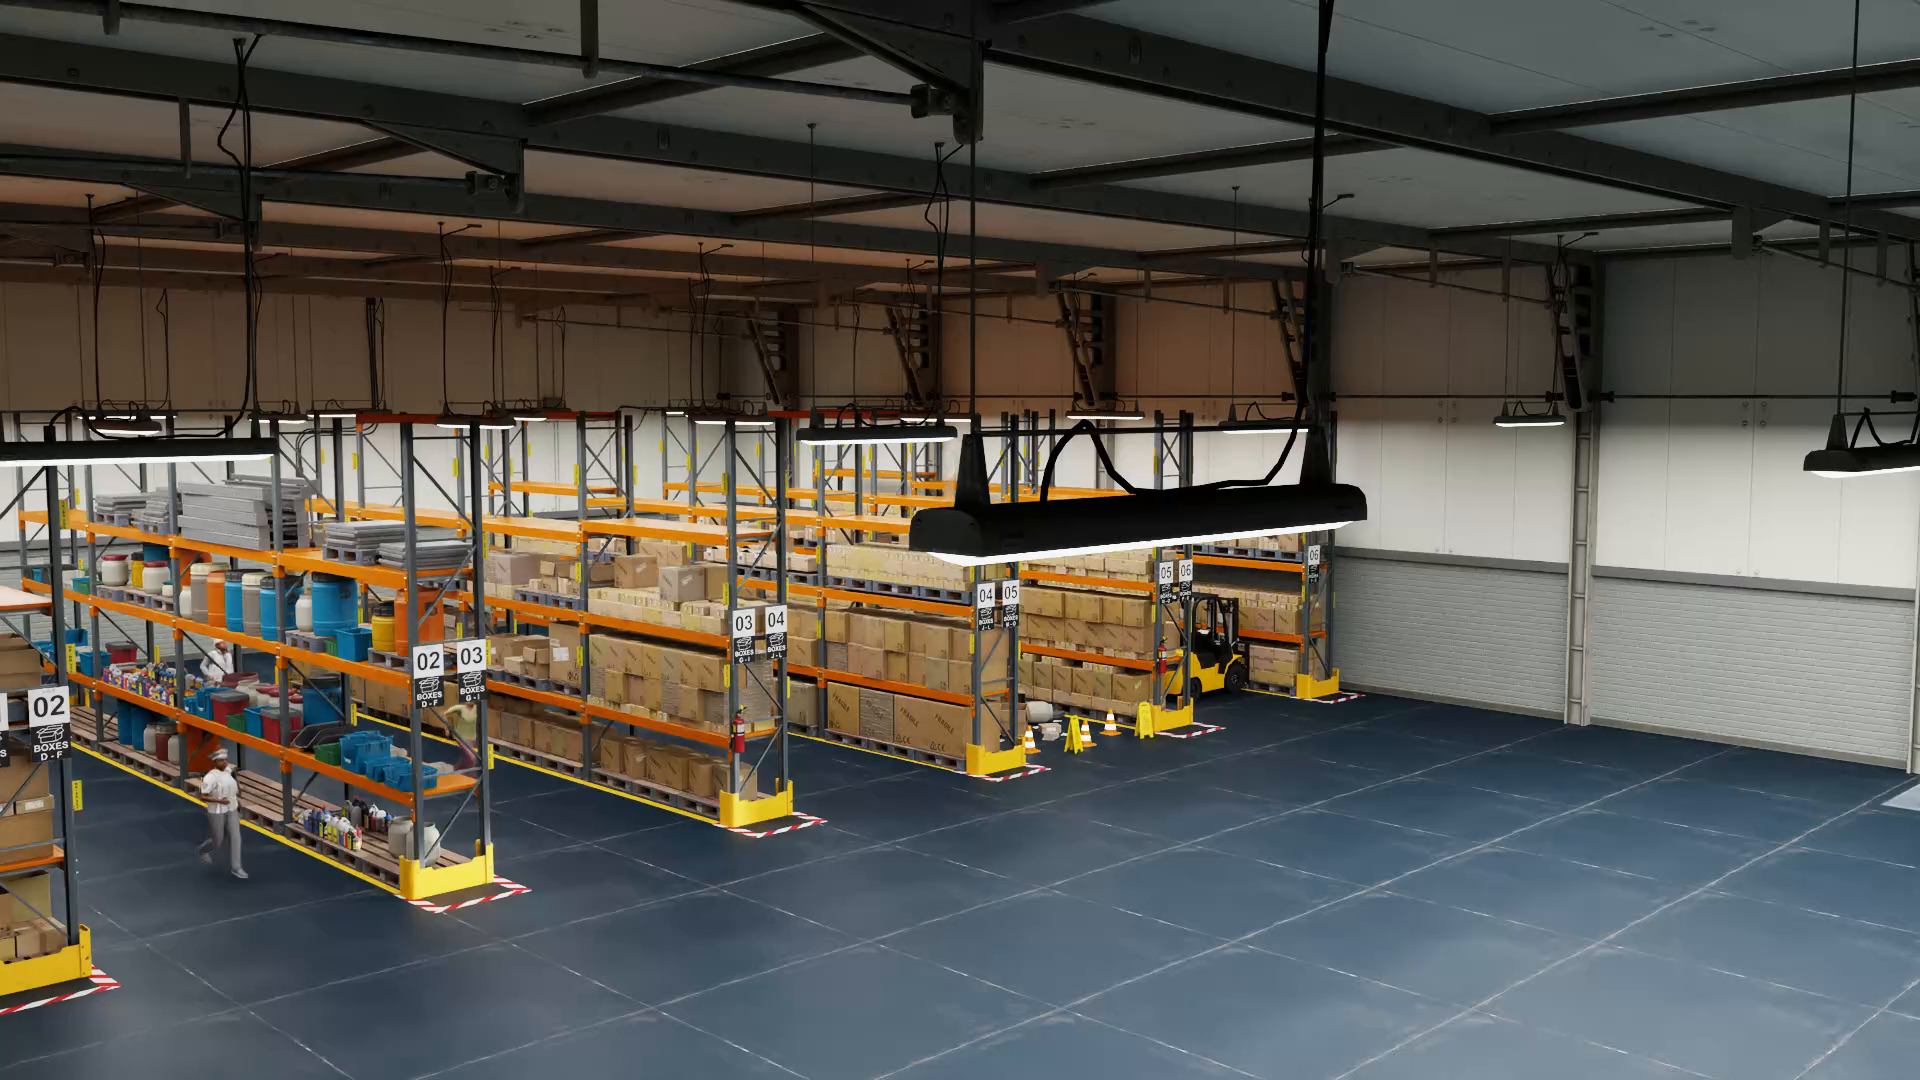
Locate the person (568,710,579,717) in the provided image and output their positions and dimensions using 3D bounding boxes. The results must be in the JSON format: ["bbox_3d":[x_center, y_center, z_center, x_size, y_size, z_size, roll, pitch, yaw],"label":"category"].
[{"bbox_3d":[-7.227,2.808,31.442,0.607,1.616,0.597,-4,7,-42],"label":"person"}]

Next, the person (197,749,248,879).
[{"bbox_3d":[-9.727,3.579,21.909,0.904,1.695,0.580,3,6,31],"label":"person"}]

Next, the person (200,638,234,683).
[{"bbox_3d":[-14.159,2.704,31.906,0.523,1.736,0.668,3,6,32],"label":"person"}]

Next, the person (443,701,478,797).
[{"bbox_3d":[-7.885,3.207,26.487,0.819,1.695,0.599,4,7,40],"label":"person"}]
